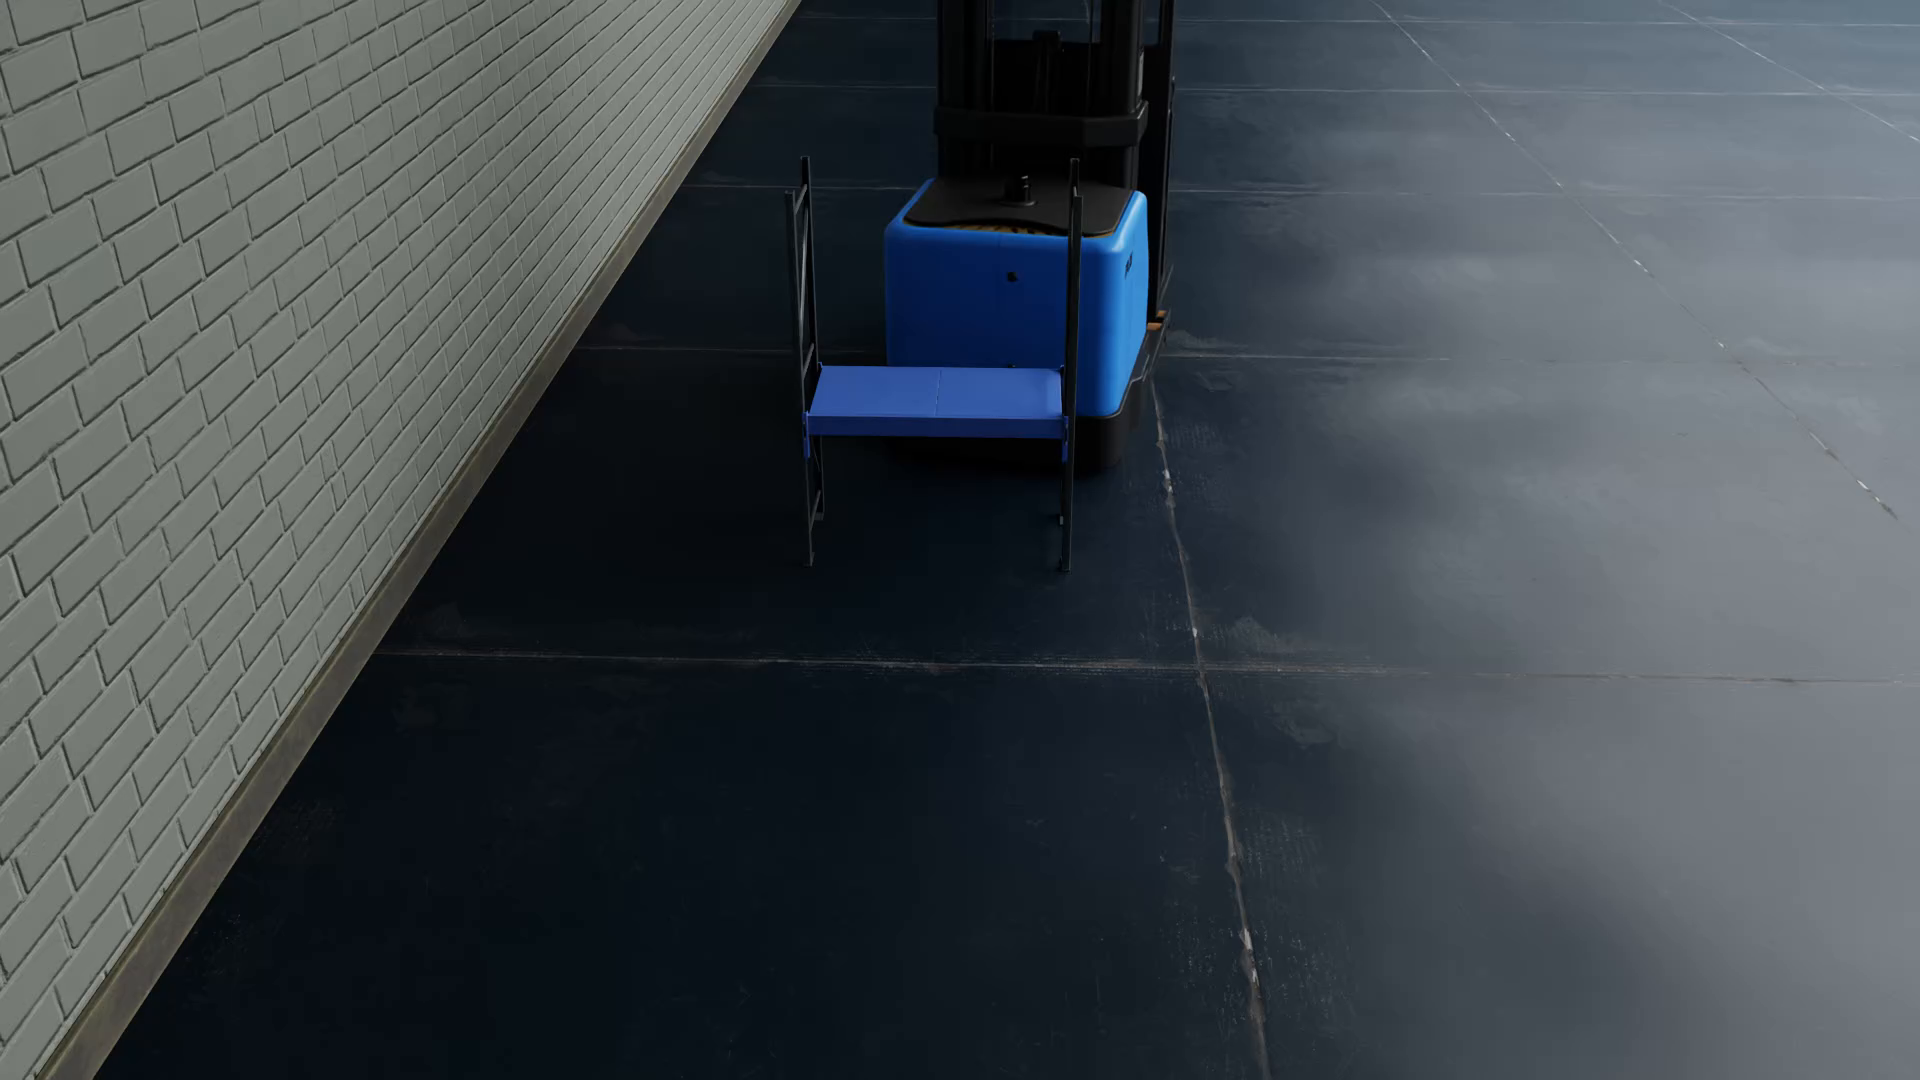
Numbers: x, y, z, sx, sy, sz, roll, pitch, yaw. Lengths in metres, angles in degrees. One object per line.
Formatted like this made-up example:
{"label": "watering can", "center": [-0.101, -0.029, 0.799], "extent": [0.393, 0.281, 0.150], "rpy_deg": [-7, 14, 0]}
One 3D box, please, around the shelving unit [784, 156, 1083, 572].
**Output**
{"label": "shelving unit", "center": [-0.085, -0.664, 6.401], "extent": [1.048, 1.500, 0.538], "rpy_deg": [1, 28, 2]}

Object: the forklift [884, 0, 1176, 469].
{"label": "forklift", "center": [0.490, -2.274, 7.911], "extent": [1.130, 2.935, 3.031], "rpy_deg": [6, 29, 11]}

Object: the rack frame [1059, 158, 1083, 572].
{"label": "rack frame", "center": [0.423, -0.656, 6.386], "extent": [0.032, 1.500, 0.500], "rpy_deg": [1, 28, 2]}

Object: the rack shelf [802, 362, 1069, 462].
{"label": "rack shelf", "center": [-0.085, -0.505, 6.486], "extent": [1.000, 0.185, 0.538], "rpy_deg": [1, 28, 2]}

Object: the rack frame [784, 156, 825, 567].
{"label": "rack frame", "center": [-0.593, -0.672, 6.417], "extent": [0.032, 1.500, 0.500], "rpy_deg": [1, 28, 2]}
